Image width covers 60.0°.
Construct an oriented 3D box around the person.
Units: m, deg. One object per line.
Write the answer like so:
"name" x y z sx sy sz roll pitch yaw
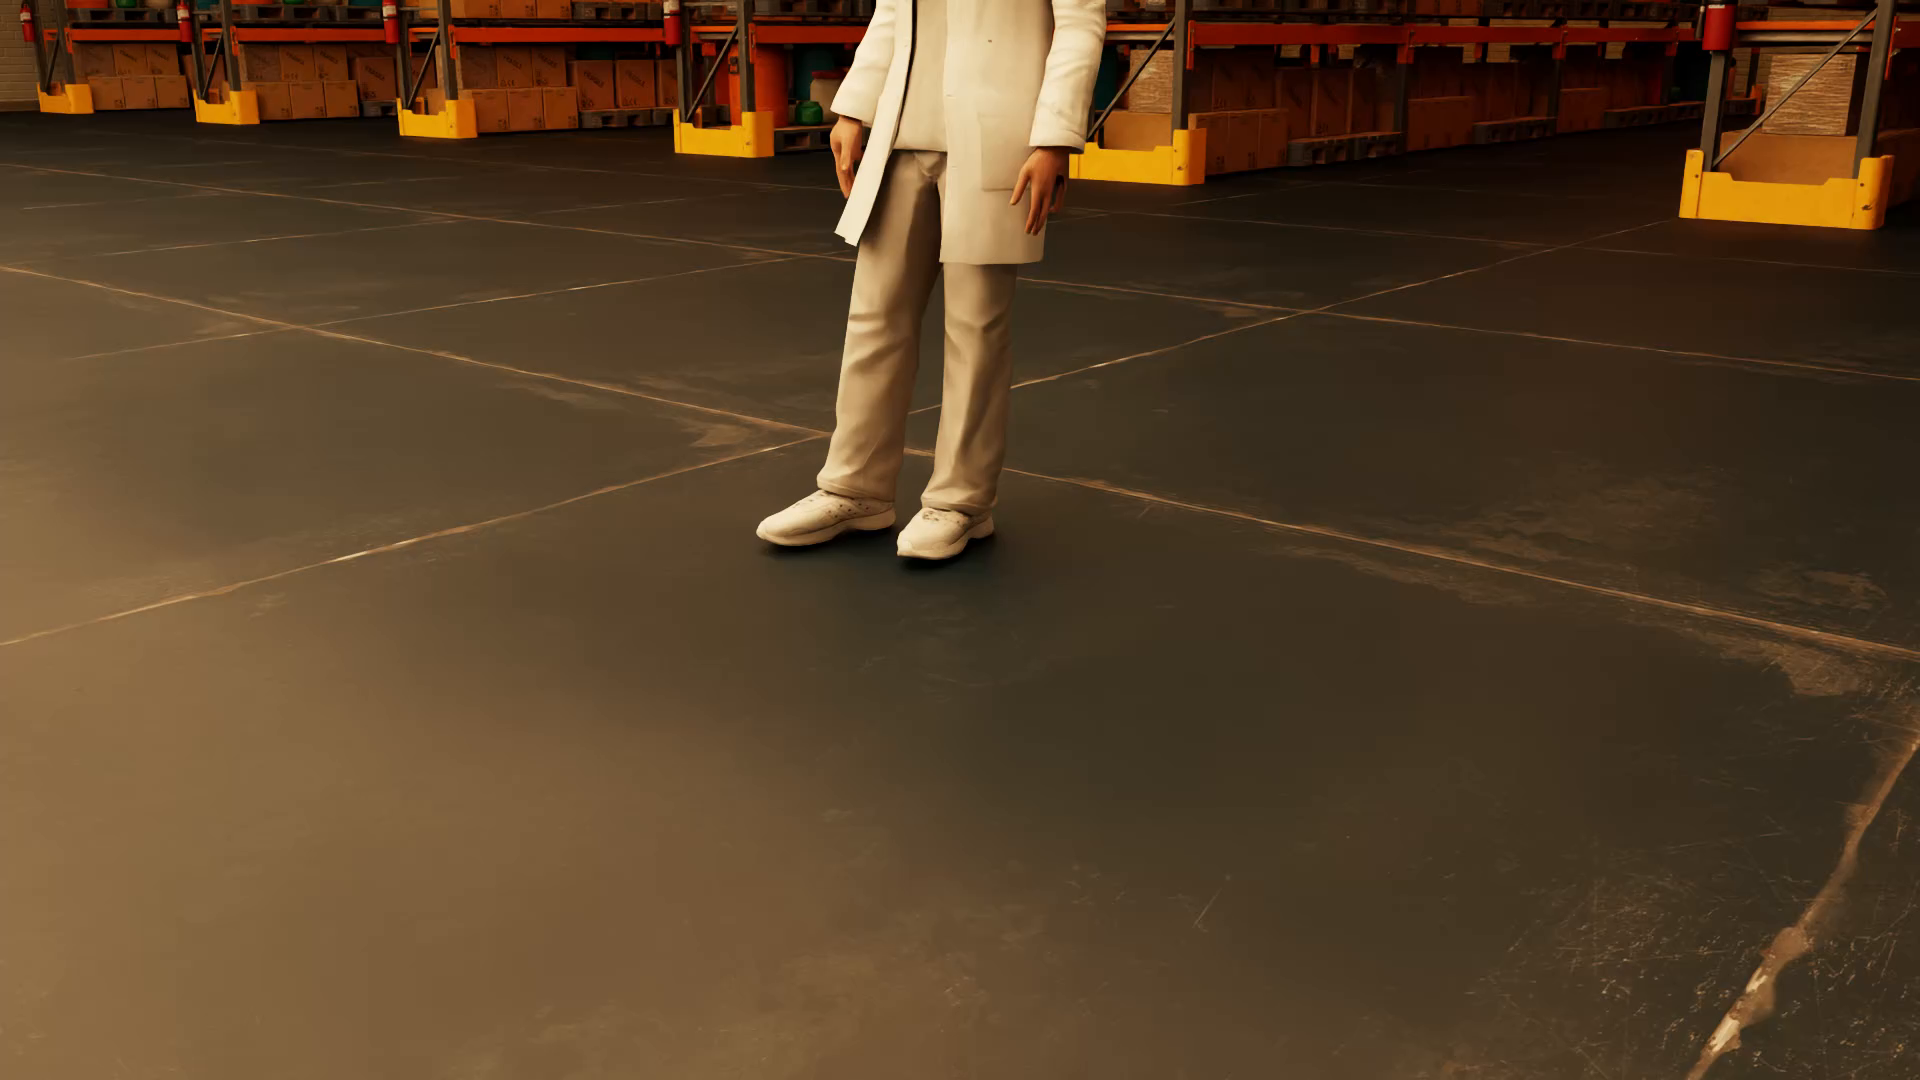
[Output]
"person" -0.061 -0.838 3.616 0.696 1.778 0.578 13 21 37
